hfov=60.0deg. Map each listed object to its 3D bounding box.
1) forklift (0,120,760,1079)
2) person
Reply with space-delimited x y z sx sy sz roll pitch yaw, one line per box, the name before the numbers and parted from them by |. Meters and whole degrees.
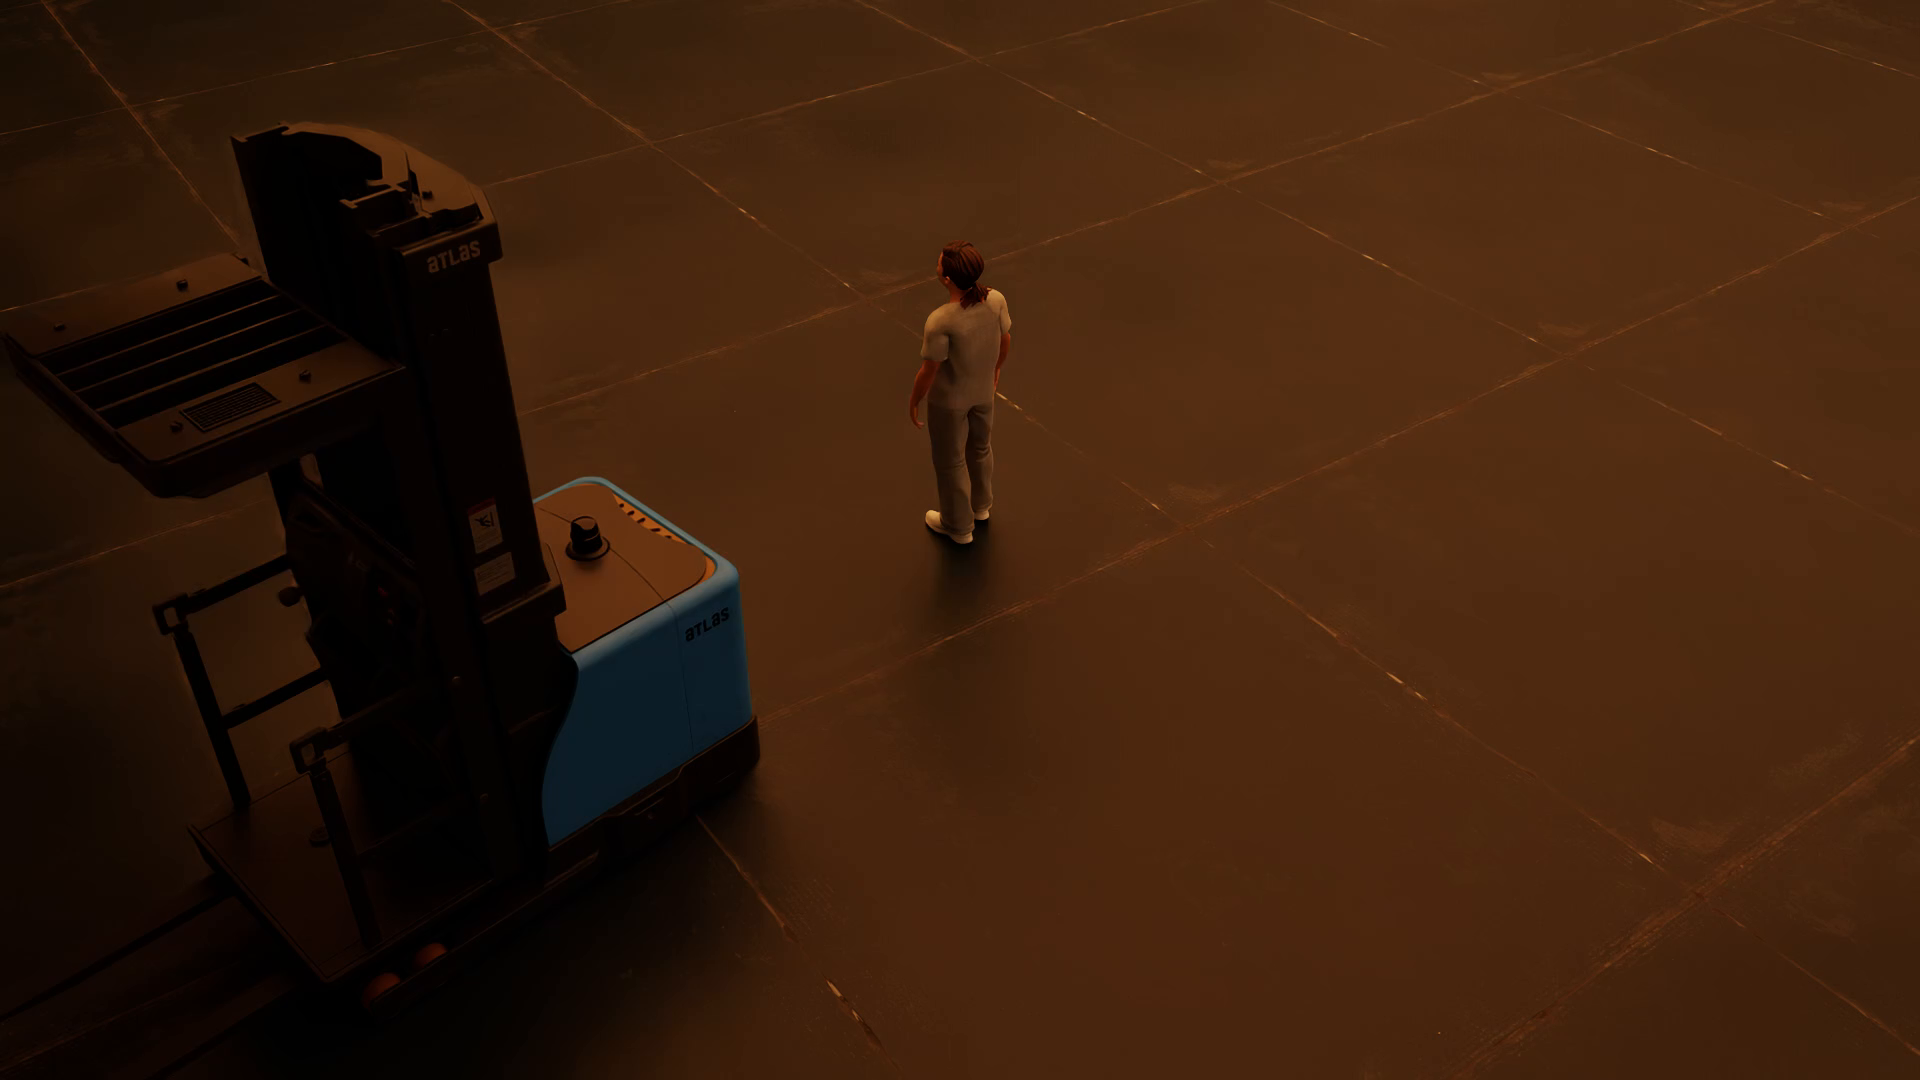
forklift | -2.240 0.216 5.653 1.130 2.935 3.031 30 46 34
person | -0.032 -0.720 7.962 0.550 1.673 0.548 -23 42 -28
